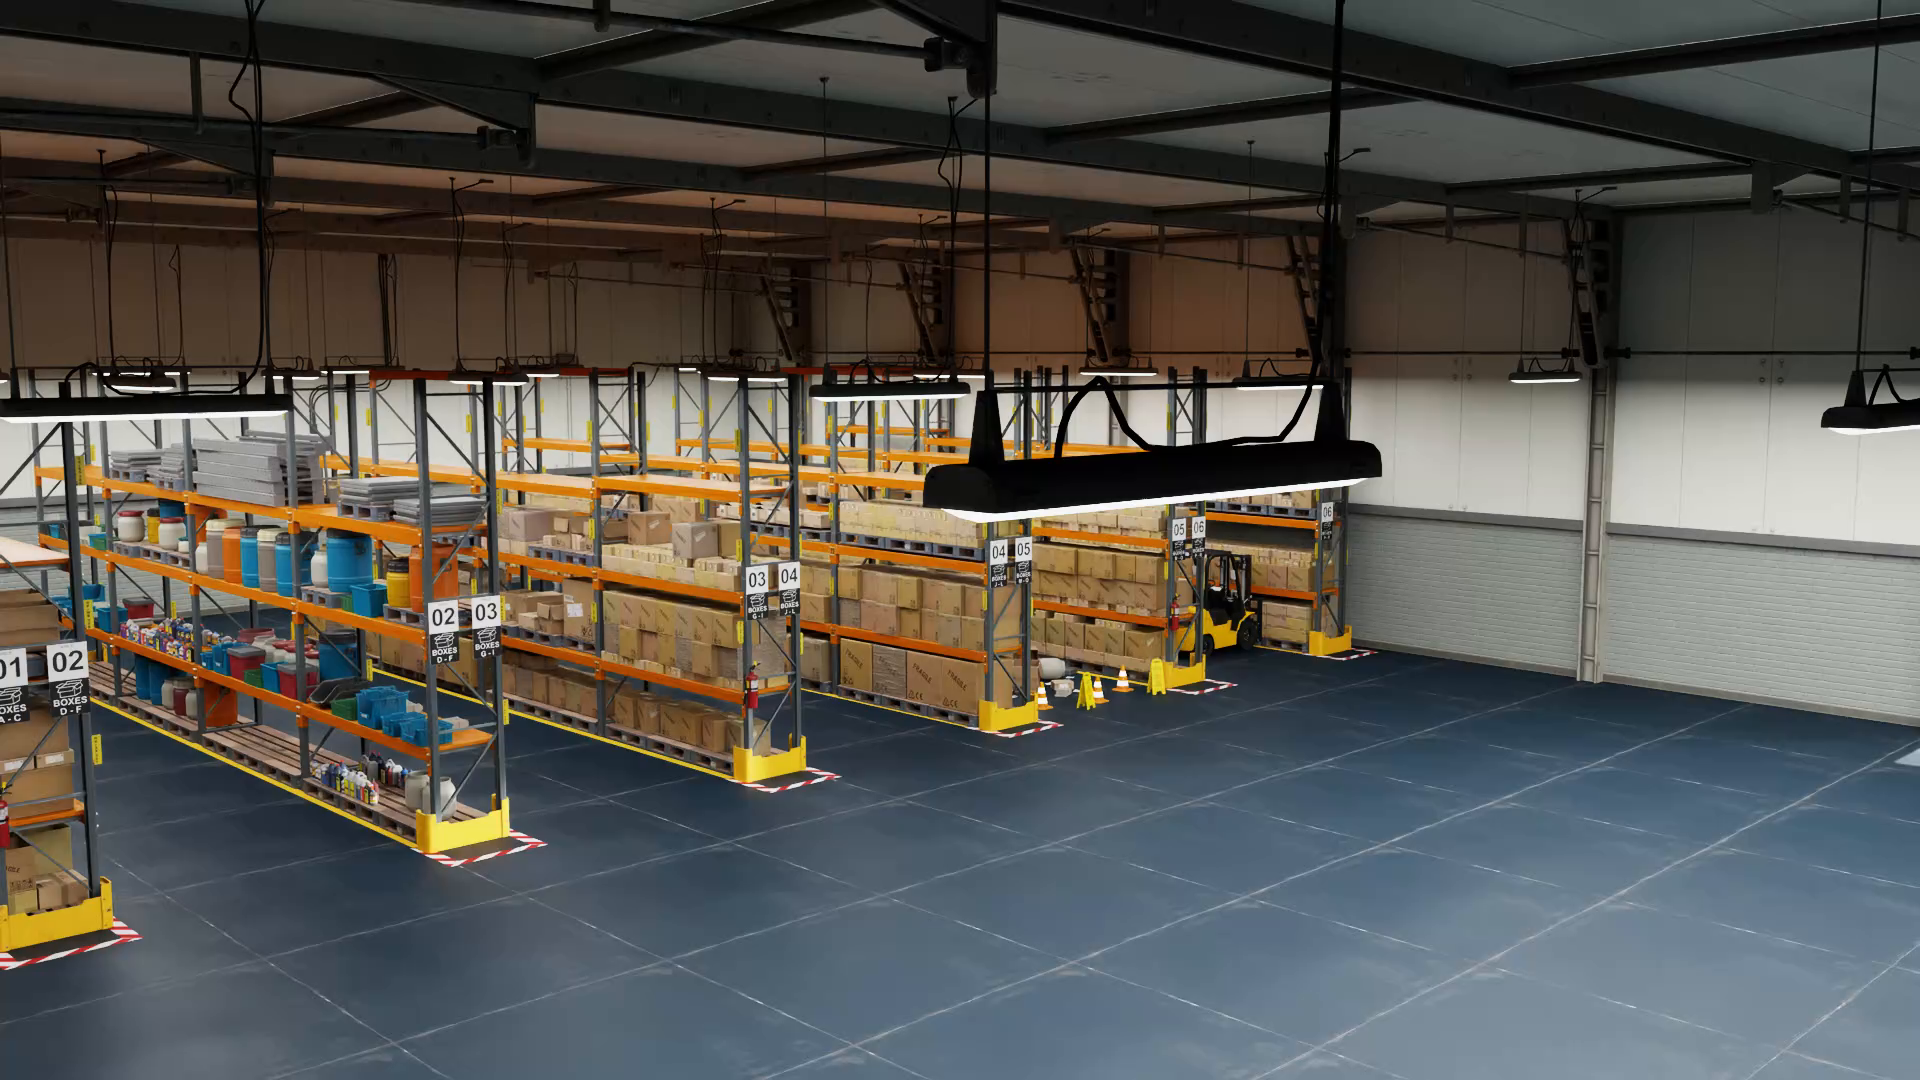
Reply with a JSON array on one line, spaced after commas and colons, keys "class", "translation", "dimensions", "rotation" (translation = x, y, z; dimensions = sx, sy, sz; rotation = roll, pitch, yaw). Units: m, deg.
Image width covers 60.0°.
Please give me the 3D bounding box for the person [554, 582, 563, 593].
[{"class": "person", "translation": [-9.906, 0.843, 41.227], "dimensions": [0.459, 1.692, 0.393], "rotation": [-3, 7, -23]}]
